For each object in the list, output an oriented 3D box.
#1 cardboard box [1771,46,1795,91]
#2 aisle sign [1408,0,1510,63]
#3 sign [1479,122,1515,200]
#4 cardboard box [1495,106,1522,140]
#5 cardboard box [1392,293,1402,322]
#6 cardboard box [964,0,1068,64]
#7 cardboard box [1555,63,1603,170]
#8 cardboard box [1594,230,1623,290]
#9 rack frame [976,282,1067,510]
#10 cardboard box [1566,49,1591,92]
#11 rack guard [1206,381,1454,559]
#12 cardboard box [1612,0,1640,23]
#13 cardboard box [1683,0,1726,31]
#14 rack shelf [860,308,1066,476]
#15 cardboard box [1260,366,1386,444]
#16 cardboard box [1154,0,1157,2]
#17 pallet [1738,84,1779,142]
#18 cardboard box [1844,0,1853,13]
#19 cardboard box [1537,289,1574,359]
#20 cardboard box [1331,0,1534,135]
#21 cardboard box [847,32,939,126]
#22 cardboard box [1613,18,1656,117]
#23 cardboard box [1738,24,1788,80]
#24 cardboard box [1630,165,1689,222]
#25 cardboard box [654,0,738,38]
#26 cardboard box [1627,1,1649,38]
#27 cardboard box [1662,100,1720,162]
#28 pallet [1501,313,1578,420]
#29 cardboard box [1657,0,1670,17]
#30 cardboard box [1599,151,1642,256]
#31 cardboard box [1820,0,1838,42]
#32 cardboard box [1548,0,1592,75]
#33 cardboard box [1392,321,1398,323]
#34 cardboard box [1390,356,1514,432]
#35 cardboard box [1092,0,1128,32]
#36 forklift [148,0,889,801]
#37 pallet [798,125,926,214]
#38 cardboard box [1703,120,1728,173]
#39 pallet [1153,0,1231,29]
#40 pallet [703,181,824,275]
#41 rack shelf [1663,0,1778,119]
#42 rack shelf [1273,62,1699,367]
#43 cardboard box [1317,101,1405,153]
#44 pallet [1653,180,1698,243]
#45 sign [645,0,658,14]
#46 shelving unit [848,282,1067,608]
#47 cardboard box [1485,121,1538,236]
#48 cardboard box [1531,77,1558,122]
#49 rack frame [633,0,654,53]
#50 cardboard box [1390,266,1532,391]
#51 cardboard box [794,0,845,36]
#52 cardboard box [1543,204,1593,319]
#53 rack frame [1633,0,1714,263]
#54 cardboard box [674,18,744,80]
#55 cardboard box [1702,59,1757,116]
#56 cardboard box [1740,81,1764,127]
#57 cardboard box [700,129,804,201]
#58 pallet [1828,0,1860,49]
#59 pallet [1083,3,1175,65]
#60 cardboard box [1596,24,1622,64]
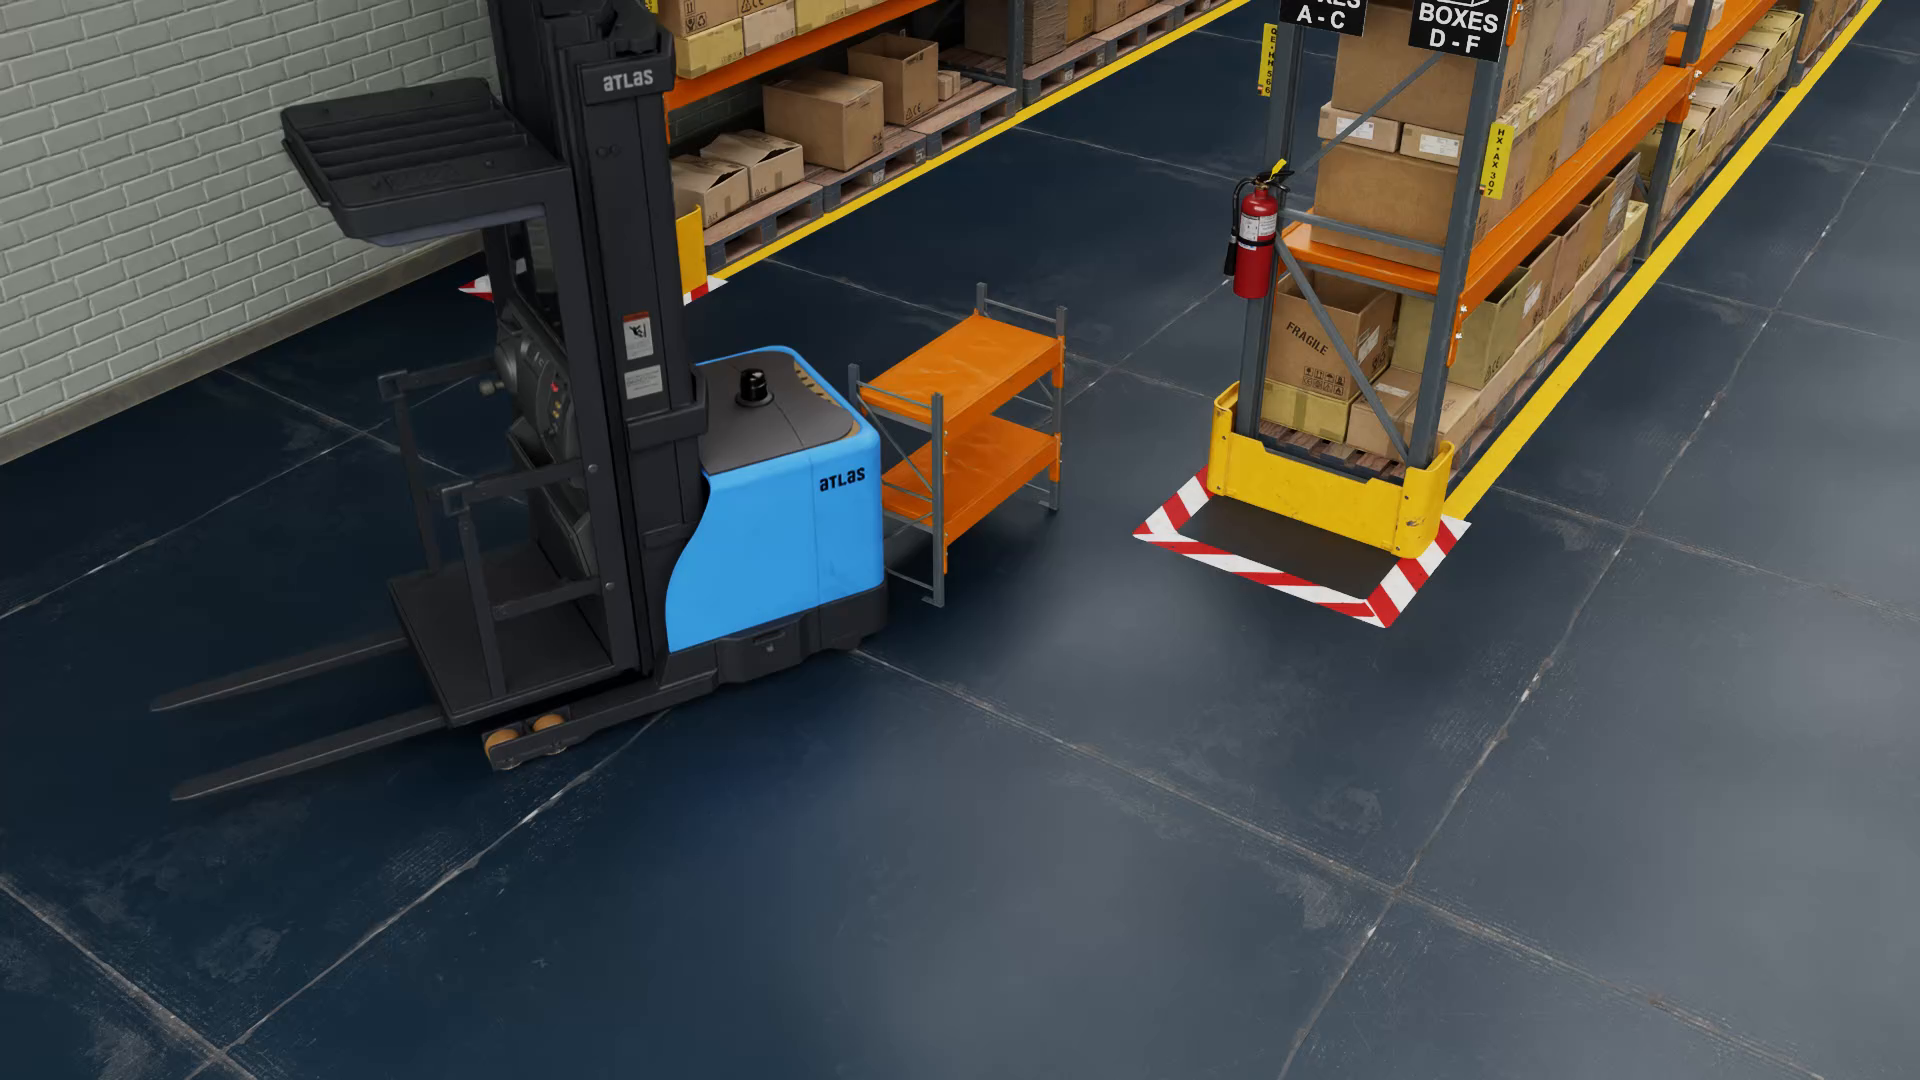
[{"bbox_3d":[6.310,-3.809,13.285,0.500,0.250,0.500,22,40,29],"label":"cardboard box"},{"bbox_3d":[2.062,-2.362,6.744,0.394,0.787,0.004,21,39,28],"label":"aisle sign"},{"bbox_3d":[2.301,-1.624,7.131,0.100,0.325,0.005,21,39,28],"label":"sign"},{"bbox_3d":[2.397,-1.957,7.798,0.380,0.149,0.250,20,39,27],"label":"cardboard box"},{"bbox_3d":[2.467,-1.565,9.297,0.500,0.500,0.500,21,39,28],"label":"cardboard box"},{"bbox_3d":[0.463,-4.325,13.807,0.700,0.500,0.500,23,40,30],"label":"cardboard box"},{"bbox_3d":[3.005,-2.378,9.000,0.700,0.500,0.500,23,40,30],"label":"cardboard box"},{"bbox_3d":[3.751,-1.778,10.282,0.500,0.250,0.500,21,39,28],"label":"cardboard box"},{"bbox_3d":[0.294,-0.703,8.285,0.500,1.125,0.032,21,39,28],"label":"rack frame"},{"bbox_3d":[2.981,-2.428,8.495,0.380,0.149,0.250,21,39,28],"label":"cardboard box"},{"bbox_3d":[1.834,-0.366,8.345,1.175,0.500,0.348,21,39,28],"label":"rack guard"},{"bbox_3d":[3.308,-3.163,9.002,0.700,0.500,0.500,21,39,28],"label":"cardboard box"},{"bbox_3d":[4.802,-3.492,10.960,0.380,0.149,0.250,21,39,28],"label":"cardboard box"},{"bbox_3d":[0.004,-0.712,7.776,0.538,0.278,1.000,21,39,28],"label":"rack shelf"},{"bbox_3d":[1.911,-0.789,8.819,0.500,0.250,0.500,21,39,28],"label":"cardboard box"},{"bbox_3d":[1.581,-5.274,15.210,0.700,0.500,0.500,21,39,28],"label":"cardboard box"},{"bbox_3d":[5.908,-3.573,13.345,1.003,0.211,1.213,21,39,28],"label":"pallet"},{"bbox_3d":[7.781,-5.073,14.913,0.500,0.500,0.500,20,39,27],"label":"cardboard box"},{"bbox_3d":[3.193,-1.313,9.594,0.500,0.250,0.500,21,39,28],"label":"cardboard box"},{"bbox_3d":[2.155,-2.227,7.618,0.700,0.500,0.500,21,40,28],"label":"cardboard box"},{"bbox_3d":[-0.502,-3.491,12.573,0.500,0.500,0.500,18,38,25],"label":"cardboard box"},{"bbox_3d":[3.586,-2.844,9.689,0.700,0.500,0.500,21,39,28],"label":"cardboard box"},{"bbox_3d":[6.022,-3.801,12.772,0.500,0.311,0.500,21,39,28],"label":"cardboard box"},{"bbox_3d":[4.562,-2.395,11.194,0.500,0.250,0.500,20,39,27],"label":"cardboard box"},{"bbox_3d":[-1.705,-3.374,10.008,0.500,0.500,0.500,21,39,28],"label":"cardboard box"},{"bbox_3d":[3.568,-2.902,9.196,0.380,0.149,0.250,21,39,28],"label":"cardboard box"},{"bbox_3d":[4.859,-2.860,11.381,0.500,0.311,0.500,21,39,28],"label":"cardboard box"},{"bbox_3d":[2.946,-1.182,9.810,1.003,0.211,1.213,21,39,28],"label":"pallet"},{"bbox_3d":[3.860,-3.136,9.541,0.380,0.149,0.250,20,39,27],"label":"cardboard box"},{"bbox_3d":[3.749,-2.090,10.073,0.500,0.500,0.500,21,39,28],"label":"cardboard box"},{"bbox_3d":[7.198,-4.602,14.216,0.500,0.500,0.500,20,39,27],"label":"cardboard box"},{"bbox_3d":[2.737,-2.703,8.322,0.700,0.500,0.500,21,40,28],"label":"cardboard box"},{"bbox_3d":[2.470,-1.254,9.506,0.500,0.250,0.500,21,39,28],"label":"cardboard box"},{"bbox_3d":[2.619,-0.855,8.916,0.500,0.250,0.500,21,39,28],"label":"cardboard box"},{"bbox_3d":[1.041,-4.801,14.510,0.700,0.500,0.500,22,40,29],"label":"cardboard box"},{"bbox_3d":[-1.863,-0.607,6.531,3.031,2.935,1.130,-17,38,-24],"label":"forklift"},{"bbox_3d":[-0.992,-2.795,12.195,1.003,0.211,1.213,21,39,28],"label":"pallet"},{"bbox_3d":[5.148,-2.869,11.895,0.500,0.250,0.500,20,39,27],"label":"cardboard box"},{"bbox_3d":[1.891,-5.161,15.693,1.003,0.211,1.213,21,39,28],"label":"pallet"},{"bbox_3d":[-1.688,-2.236,11.368,1.003,0.211,1.213,21,39,28],"label":"pallet"},{"bbox_3d":[5.269,-3.876,11.946,1.077,0.370,4.000,21,39,28],"label":"rack shelf"},{"bbox_3d":[2.988,-2.035,9.224,1.077,0.370,4.000,21,39,28],"label":"rack shelf"},{"bbox_3d":[1.909,-1.960,7.802,0.380,0.149,0.250,21,39,27],"label":"cardboard box"},{"bbox_3d":[4.517,-2.450,11.685,1.003,0.211,1.213,21,39,28],"label":"pallet"},{"bbox_3d":[-1.778,-3.179,9.500,0.100,0.325,0.005,21,39,28],"label":"sign"},{"bbox_3d":[0.004,-0.469,7.939,0.538,1.125,1.048,21,39,28],"label":"shelving unit"},{"bbox_3d":[2.420,-1.908,8.305,0.700,0.500,0.500,22,40,29],"label":"cardboard box"},{"bbox_3d":[2.686,-2.187,8.138,0.380,0.149,0.250,21,39,28],"label":"cardboard box"},{"bbox_3d":[-2.224,-2.993,9.999,1.000,3.000,0.127,21,39,28],"label":"rack frame"},{"bbox_3d":[2.620,-1.165,8.705,0.500,0.500,0.500,21,39,28],"label":"cardboard box"},{"bbox_3d":[-1.105,-3.539,10.921,0.500,0.250,0.500,21,39,27],"label":"cardboard box"},{"bbox_3d":[3.194,-1.624,9.383,0.500,0.500,0.500,21,39,28],"label":"cardboard box"},{"bbox_3d":[4.129,-3.254,10.384,1.000,3.000,0.127,21,39,28],"label":"rack frame"},{"bbox_3d":[-1.685,-3.063,10.217,0.500,0.250,0.500,20,39,27],"label":"cardboard box"},{"bbox_3d":[5.445,-3.339,12.089,0.500,0.311,0.500,22,40,29],"label":"cardboard box"},{"bbox_3d":[5.730,-3.341,12.592,0.500,0.250,0.500,22,40,29],"label":"cardboard box"},{"bbox_3d":[-1.430,-2.614,11.445,0.500,0.311,0.500,25,41,32],"label":"cardboard box"},{"bbox_3d":[7.563,-4.830,15.204,1.003,0.211,1.213,21,39,28],"label":"pallet"},{"bbox_3d":[1.195,-4.602,14.866,1.003,0.211,1.213,21,39,28],"label":"pallet"},{"bbox_3d":[3.275,-2.663,8.842,0.380,0.149,0.250,23,40,30],"label":"cardboard box"}]
